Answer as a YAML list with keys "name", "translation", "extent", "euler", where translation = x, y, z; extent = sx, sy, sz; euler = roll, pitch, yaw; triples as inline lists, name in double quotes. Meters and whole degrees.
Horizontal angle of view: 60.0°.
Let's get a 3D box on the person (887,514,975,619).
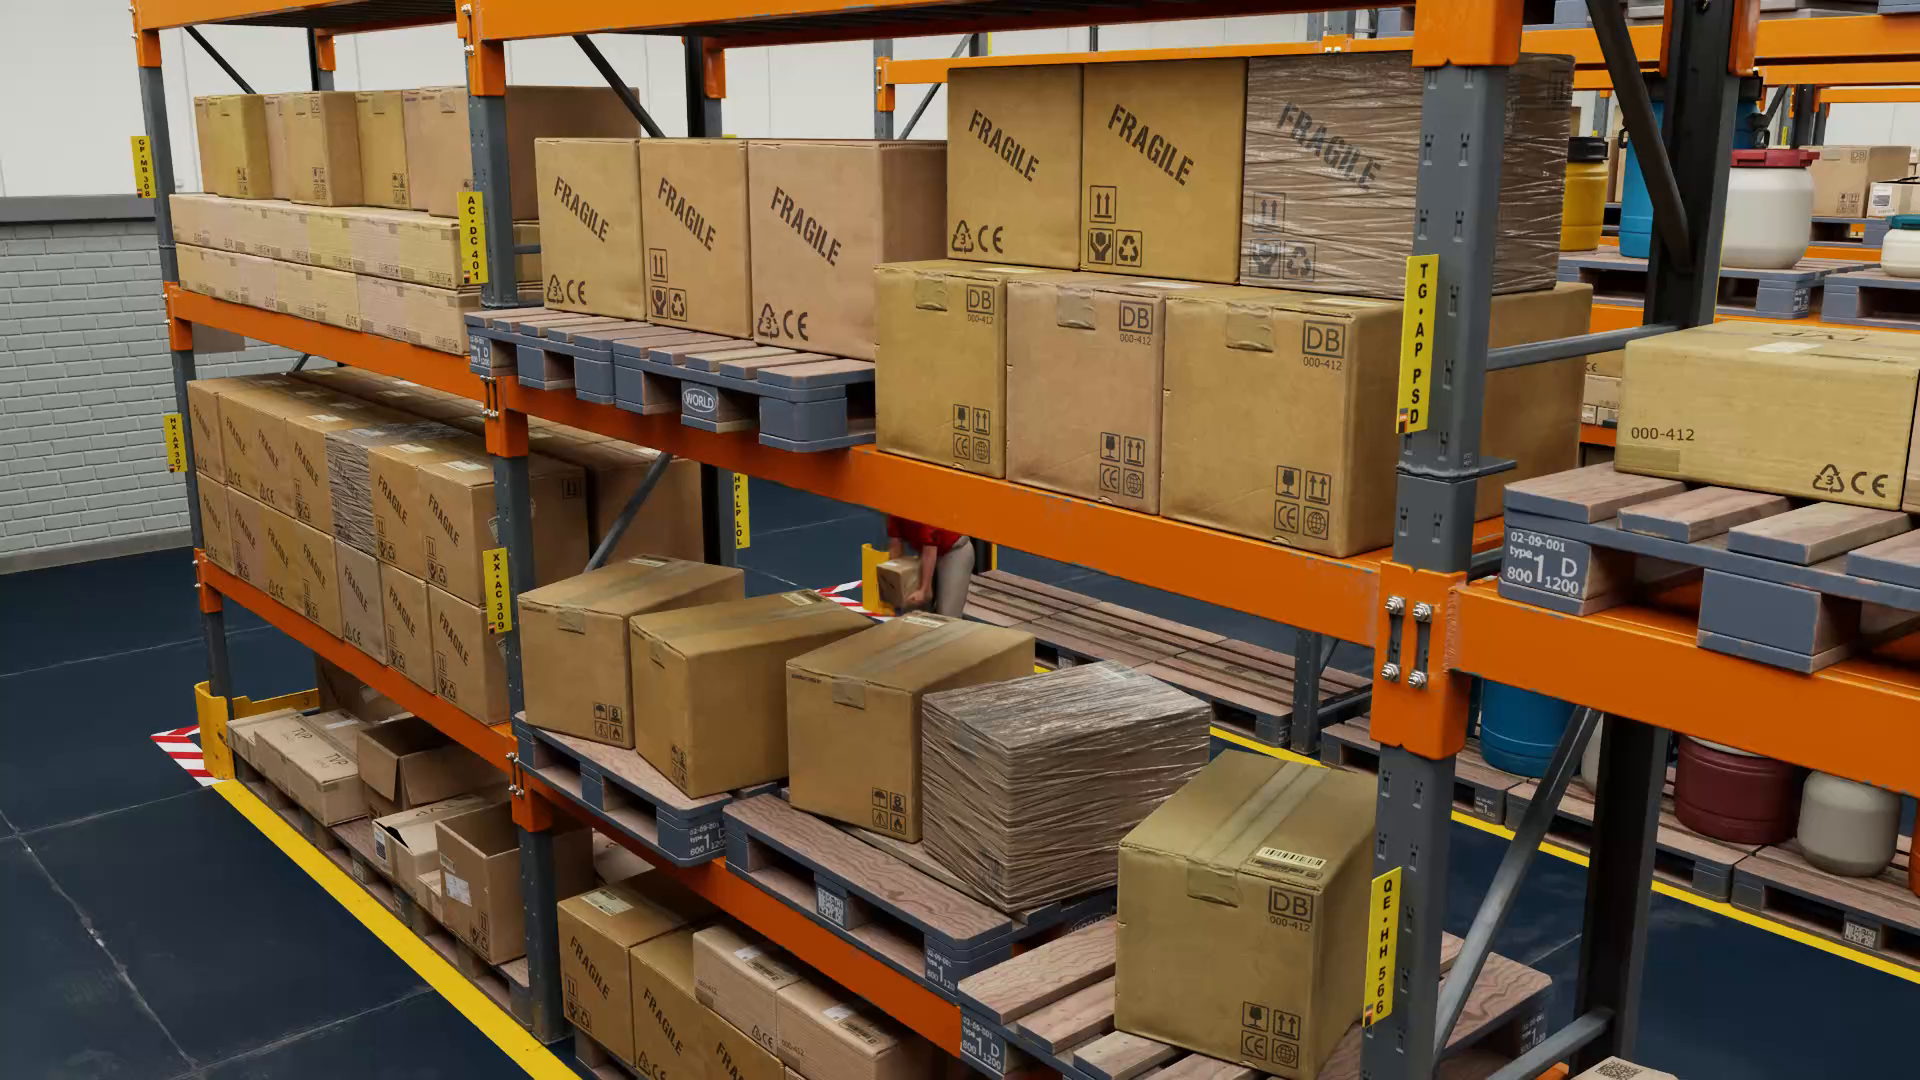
- name: "person"
  translation: [-0.235, 0.228, 10.973]
  extent: [0.718, 1.567, 0.478]
  euler: [-12, 19, -41]
